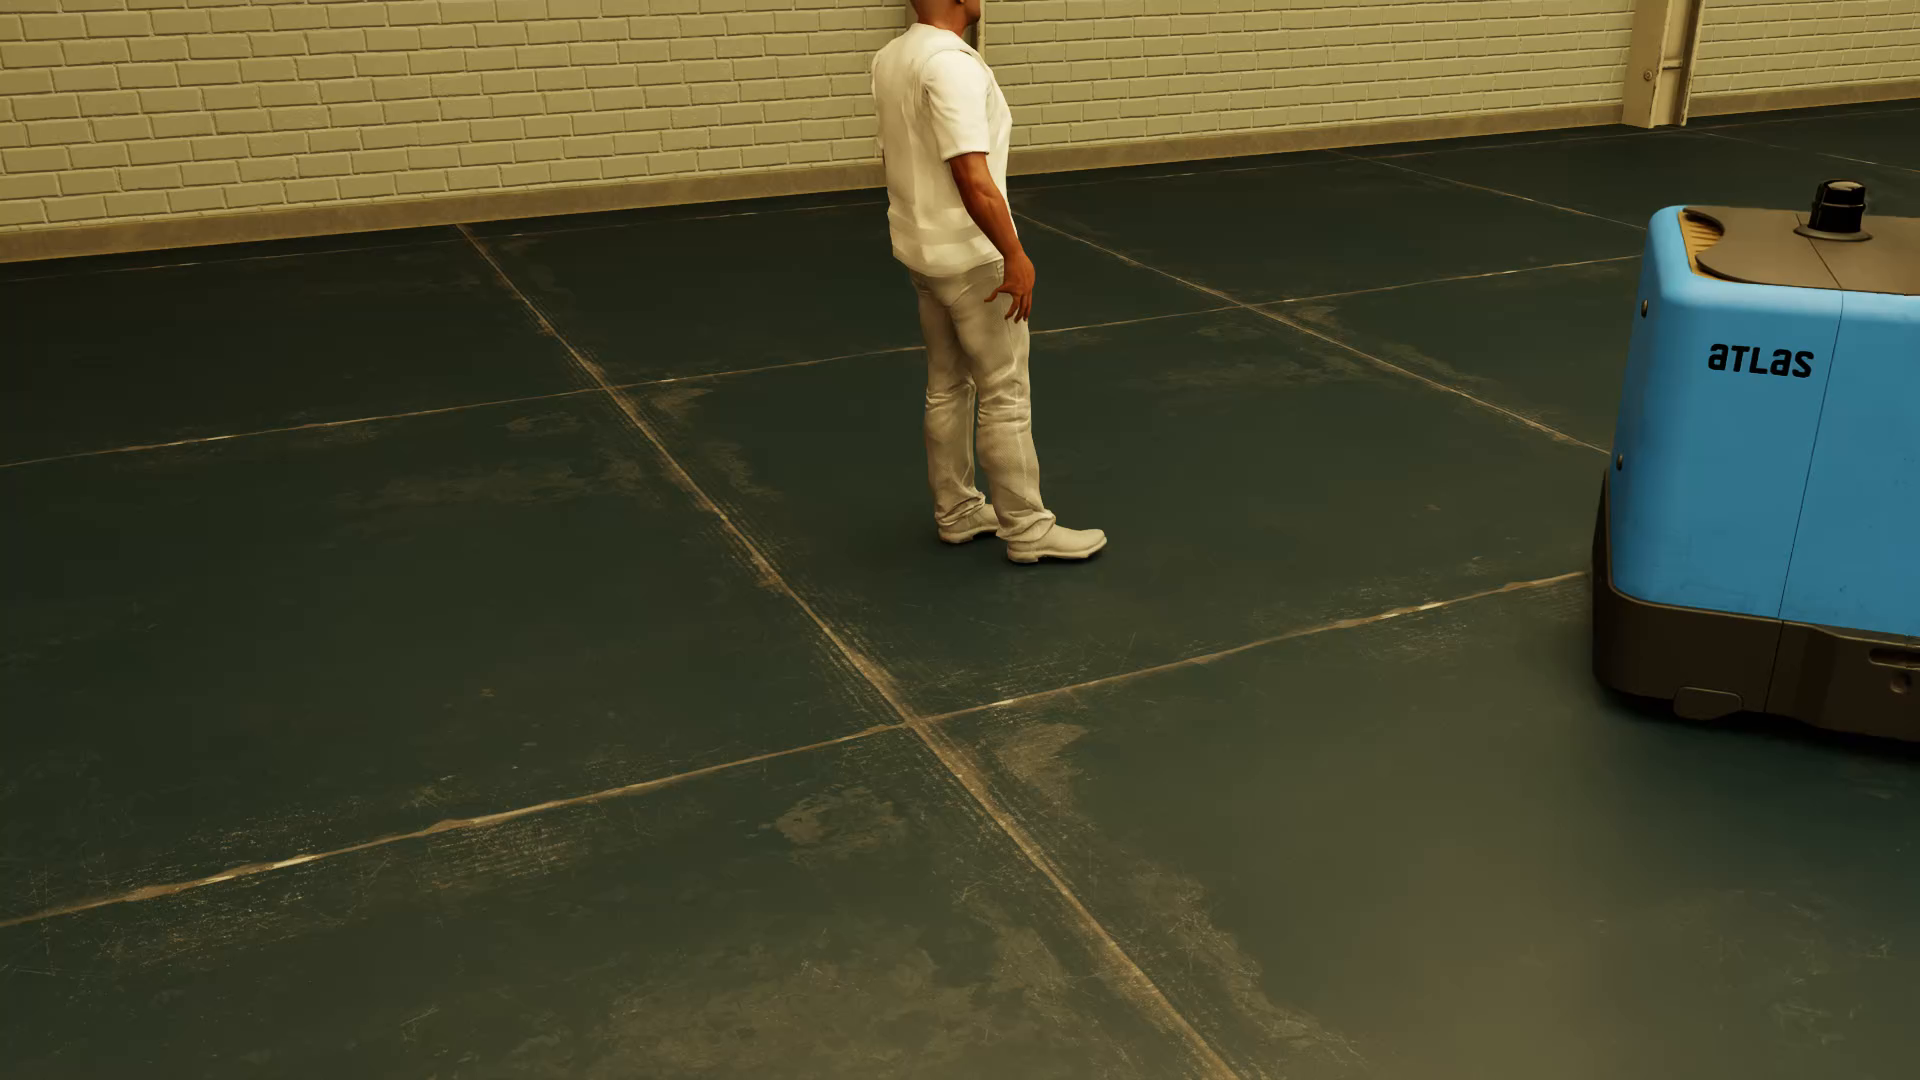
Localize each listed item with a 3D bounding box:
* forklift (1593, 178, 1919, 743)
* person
[{"bbox_3d":[3.144,-0.923,3.507,3.031,2.935,1.130,8,24,18],"label":"forklift"},{"bbox_3d":[0.066,-0.832,4.789,0.575,1.768,0.666,-10,25,-23],"label":"person"}]
